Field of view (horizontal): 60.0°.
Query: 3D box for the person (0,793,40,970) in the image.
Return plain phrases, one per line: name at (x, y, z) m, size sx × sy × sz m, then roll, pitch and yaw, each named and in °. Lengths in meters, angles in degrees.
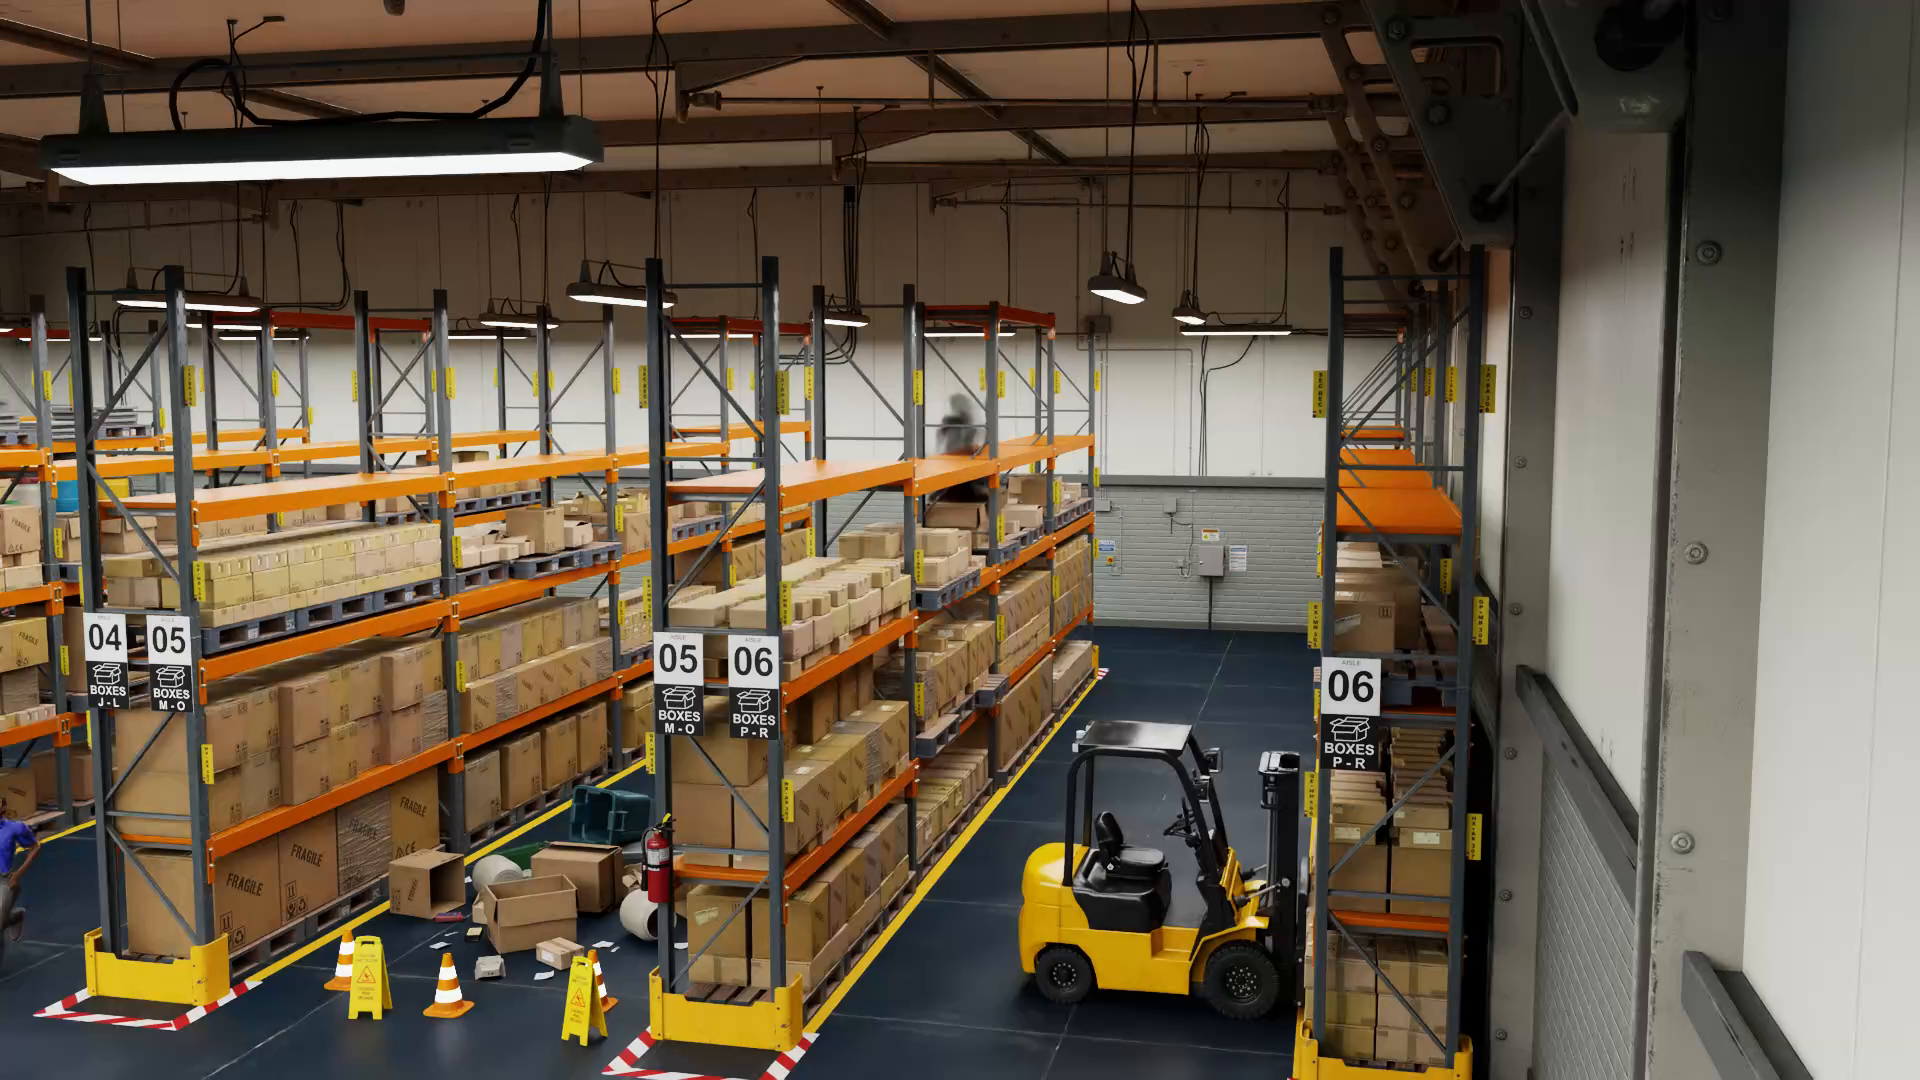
person at (-8.192, 2.959, 14.208) m, size 0.568 × 1.623 × 0.866 m, roll 0°, pitch 6°, yaw 1°
